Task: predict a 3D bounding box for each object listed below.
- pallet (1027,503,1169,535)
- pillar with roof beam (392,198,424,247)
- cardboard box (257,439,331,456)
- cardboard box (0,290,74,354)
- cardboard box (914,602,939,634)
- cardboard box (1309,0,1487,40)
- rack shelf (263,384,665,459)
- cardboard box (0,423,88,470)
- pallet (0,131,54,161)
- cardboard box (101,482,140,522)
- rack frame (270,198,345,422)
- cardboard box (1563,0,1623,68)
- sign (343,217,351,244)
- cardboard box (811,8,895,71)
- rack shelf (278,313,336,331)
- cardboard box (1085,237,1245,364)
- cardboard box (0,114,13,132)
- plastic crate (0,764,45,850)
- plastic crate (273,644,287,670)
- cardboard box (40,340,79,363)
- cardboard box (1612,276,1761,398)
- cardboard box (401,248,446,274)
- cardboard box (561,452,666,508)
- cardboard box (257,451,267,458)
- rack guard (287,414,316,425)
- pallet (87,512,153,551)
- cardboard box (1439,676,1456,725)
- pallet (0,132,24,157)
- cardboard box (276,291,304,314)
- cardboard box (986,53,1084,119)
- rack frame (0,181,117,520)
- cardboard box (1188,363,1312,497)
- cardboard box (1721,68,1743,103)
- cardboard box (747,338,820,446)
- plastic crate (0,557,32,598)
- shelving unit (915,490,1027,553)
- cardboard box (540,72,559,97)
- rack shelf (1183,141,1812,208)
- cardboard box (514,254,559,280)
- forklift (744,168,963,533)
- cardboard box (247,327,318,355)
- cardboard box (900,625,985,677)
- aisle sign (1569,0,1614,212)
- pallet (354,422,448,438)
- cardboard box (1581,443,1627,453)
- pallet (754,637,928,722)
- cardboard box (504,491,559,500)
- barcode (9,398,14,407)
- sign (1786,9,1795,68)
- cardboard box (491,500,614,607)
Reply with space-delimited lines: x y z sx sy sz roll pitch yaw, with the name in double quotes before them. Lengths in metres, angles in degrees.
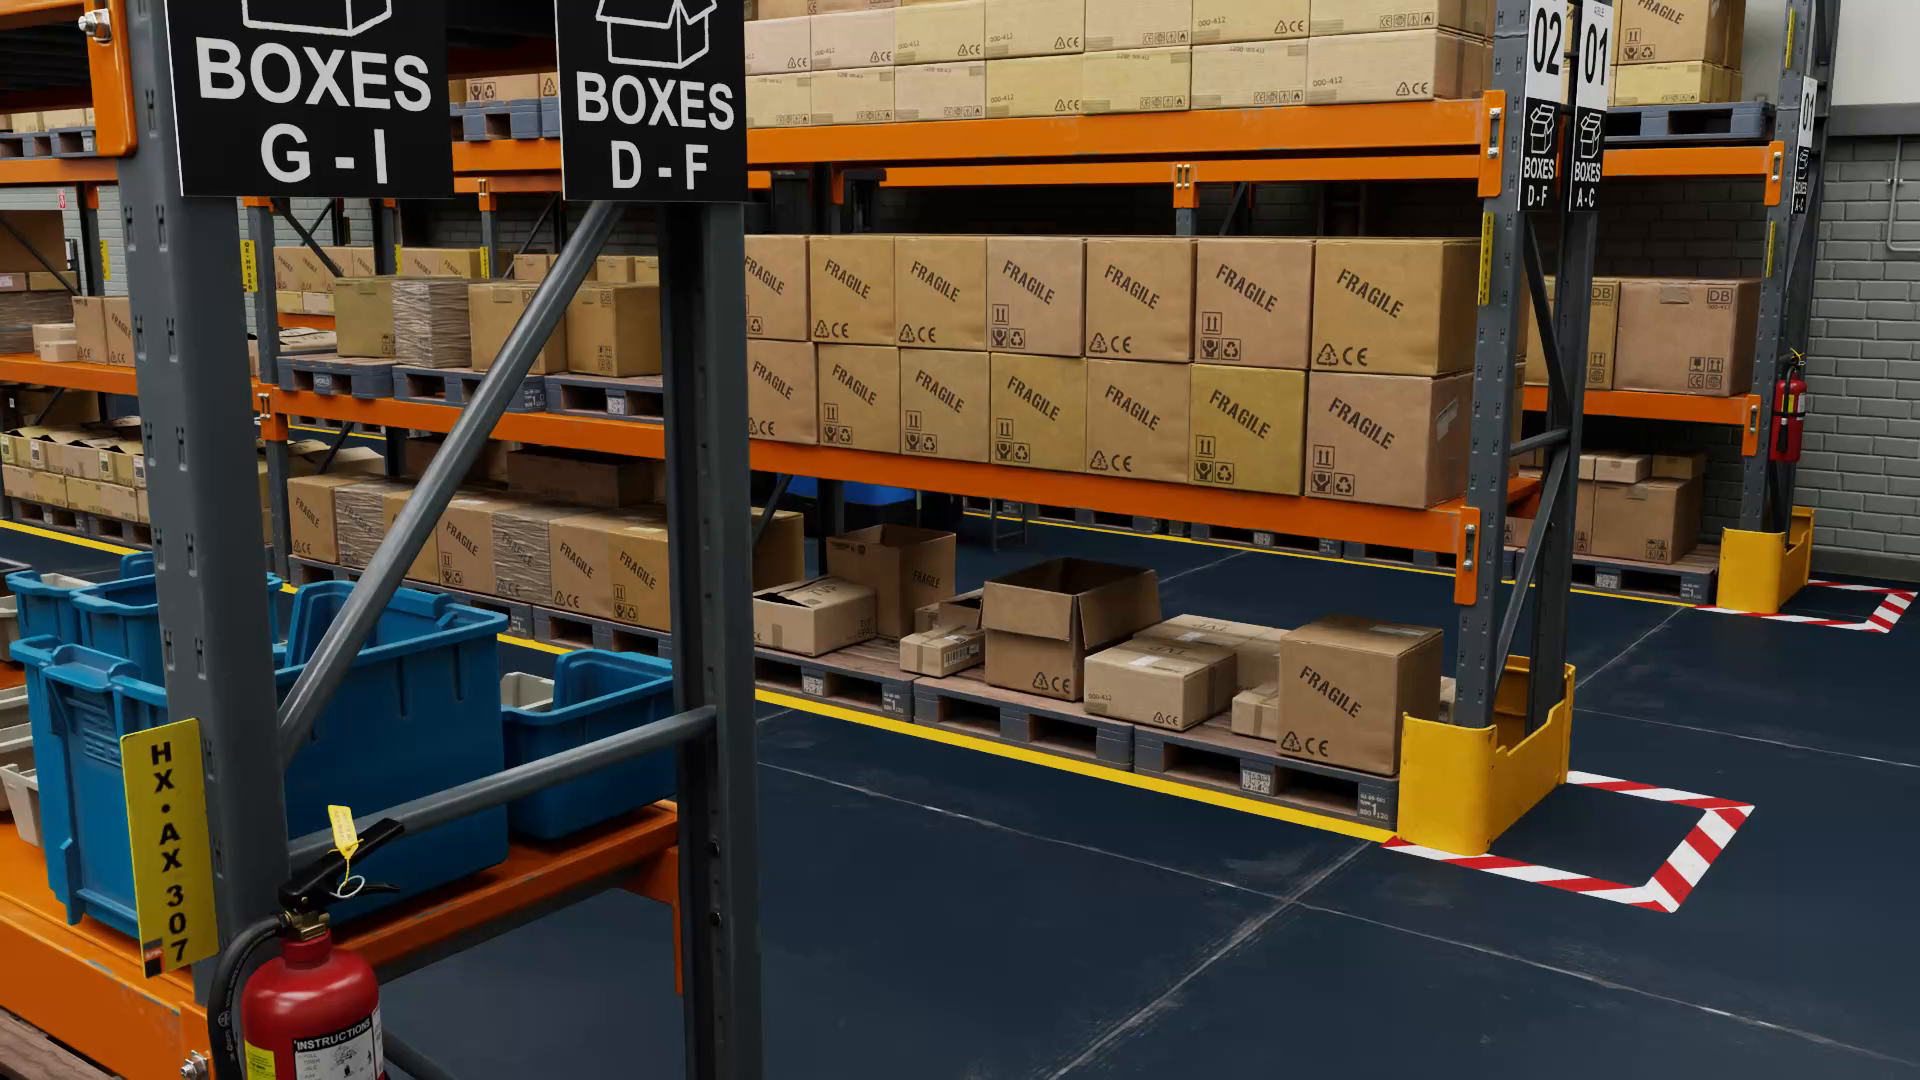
"pallet" 1.268 -0.281 13.424 1.213 0.211 1.003 8 13 36
"pillar with roof beam" -9.210 -5.264 16.046 0.400 9.000 9.100 8 13 36
"cardboard box" -4.896 -0.559 12.177 0.500 0.311 0.500 8 13 34
"cardboard box" -7.804 -1.813 13.741 0.500 0.500 0.700 8 13 34
"cardboard box" -0.030 0.422 8.801 0.250 0.149 0.380 8 13 36
"cardboard box" 1.664 -2.029 6.303 0.500 0.250 0.500 8 13 36
"rack shelf" -2.607 -0.687 10.079 4.000 0.370 1.077 8 13 36
"cardboard box" -7.257 -0.762 13.228 0.500 0.311 0.500 8 14 36
"pallet" -6.724 -2.997 12.729 1.217 0.209 0.805 7 13 33
"cardboard box" -6.025 -0.315 12.395 0.500 0.250 0.500 8 14 37
"rack frame" -7.738 -2.924 19.744 0.127 3.000 1.000 8 13 36
"cardboard box" 4.010 -3.246 10.564 0.500 0.500 0.500 8 14 37
"sign" -7.393 -3.730 20.032 0.005 0.325 0.100 8 13 36
"cardboard box" -0.346 -2.312 7.762 0.500 0.250 0.500 8 13 36
"rack shelf" -6.126 -2.346 18.651 4.000 0.370 1.077 8 13 36
"cardboard box" 0.879 -1.028 7.051 0.500 0.500 0.500 8 14 37
"cardboard box" -7.693 -3.609 13.652 0.500 0.500 0.500 9 14 40
"plastic crate" -1.470 0.428 2.957 0.243 0.136 0.396 8 13 36
"plastic crate" -1.241 0.292 3.403 0.300 0.233 0.416 8 13 36
"cardboard box" -6.850 -1.461 12.845 0.250 0.149 0.380 8 13 36
"cardboard box" 4.741 -1.328 10.706 0.700 0.700 0.980 9 14 38
"cardboard box" -5.883 -2.898 17.978 0.500 0.500 0.500 7 13 34
"cardboard box" -2.047 -0.377 10.028 0.500 0.250 0.500 8 14 36
"cardboard box" -5.210 -0.476 11.748 0.500 0.311 0.500 8 13 35
"rack guard" -7.677 -1.688 19.938 0.348 0.500 1.175 8 13 36
"pallet" -5.838 -0.132 12.657 1.213 0.211 1.003 8 13 36
"cardboard box" 2.095 0.718 7.268 0.250 0.149 0.380 8 13 36
"pallet" -8.146 -3.236 13.696 1.213 0.211 1.003 8 13 36
"cardboard box" -7.532 -2.756 19.222 0.500 0.250 0.500 7 13 34
"cardboard box" 0.458 -1.953 7.226 0.500 0.250 0.500 8 13 36
"rack frame" -7.443 -1.715 13.498 0.127 3.000 1.000 8 13 36
"cardboard box" 1.287 -0.482 6.858 0.500 0.500 0.500 8 14 36
"cardboard box" 4.715 -2.899 10.745 0.500 0.250 0.500 9 14 38
"cardboard box" -0.745 -0.766 8.327 0.500 0.500 0.500 8 14 37
"plastic crate" -2.869 0.133 4.514 0.590 0.125 0.437 8 13 36
"shelving unit" 0.082 -0.718 12.293 0.755 1.500 0.431 9 14 39
"cardboard box" -1.909 -2.732 9.226 0.600 0.600 0.600 8 13 35
"rack shelf" 3.546 -2.469 11.392 4.000 0.370 1.077 8 13 36
"cardboard box" -4.124 -2.677 17.046 0.500 0.500 0.700 8 14 36
"forklift" -1.428 -1.641 13.297 3.031 2.935 1.130 9 14 39
"cardboard box" -4.825 -1.352 11.855 0.500 0.311 0.500 8 13 35
"cardboard box" -0.081 0.535 8.166 0.250 0.166 0.380 8 13 36
"aisle sign" 2.458 -1.680 6.470 0.004 0.787 0.394 8 13 36
"pallet" -6.064 -1.312 18.756 1.213 0.211 1.003 8 13 36
"cardboard box" 4.345 -0.559 11.289 0.250 0.149 0.380 8 14 36
"pallet" -0.442 0.631 8.714 1.213 0.211 1.003 8 13 36
"cardboard box" -2.483 -0.069 10.410 0.500 0.500 0.500 7 13 33
"barcode" -7.484 -1.083 13.124 0.075 0.075 0.001 8 13 36
"sign" 4.826 -2.912 9.663 0.005 0.325 0.100 8 13 36
"cardboard box" -2.360 0.071 9.690 0.500 0.500 0.500 8 14 36
